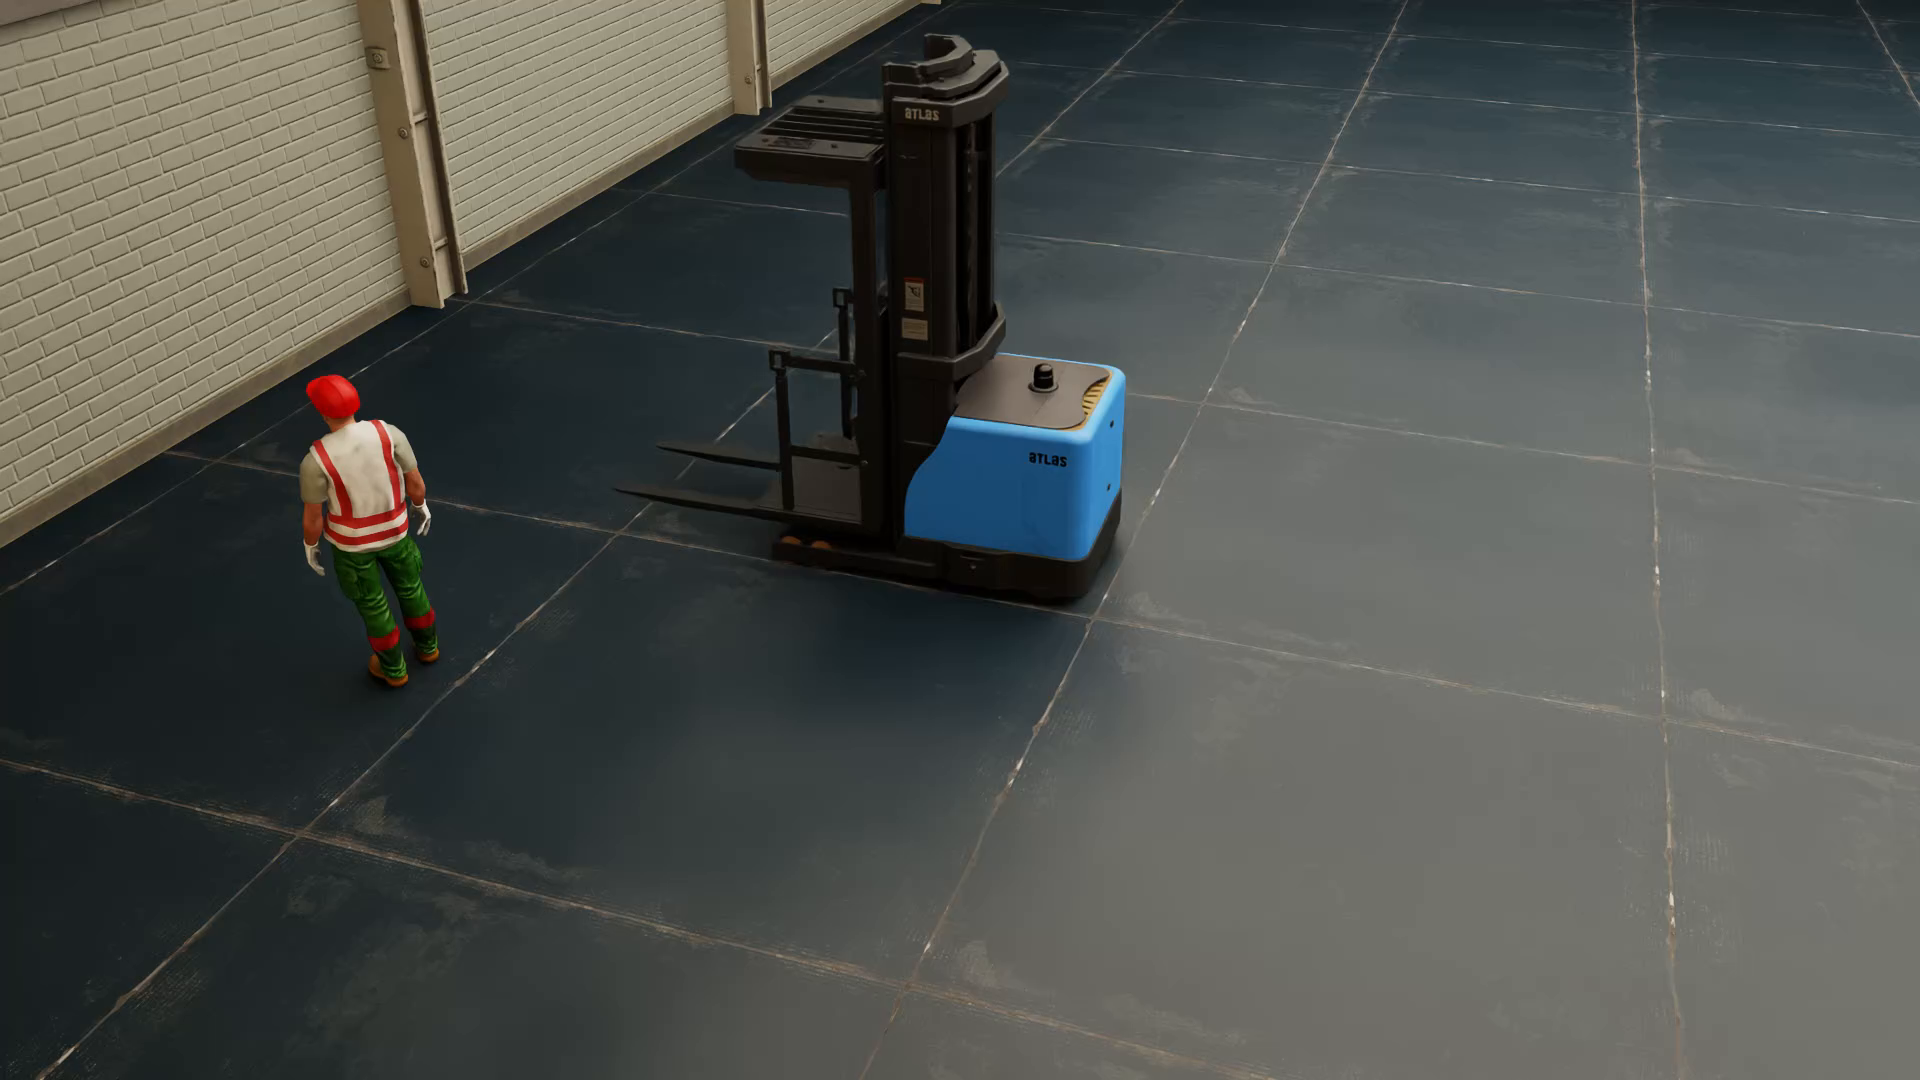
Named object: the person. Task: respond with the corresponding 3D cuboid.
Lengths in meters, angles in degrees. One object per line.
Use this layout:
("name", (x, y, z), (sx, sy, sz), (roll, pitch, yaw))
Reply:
("person", (-3.002, -0.065, 8.389), (0.638, 1.786, 0.566), (-20, 35, -31))

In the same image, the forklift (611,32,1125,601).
("forklift", (-0.600, -1.339, 9.485), (3.031, 2.935, 1.130), (9, 31, 15))
